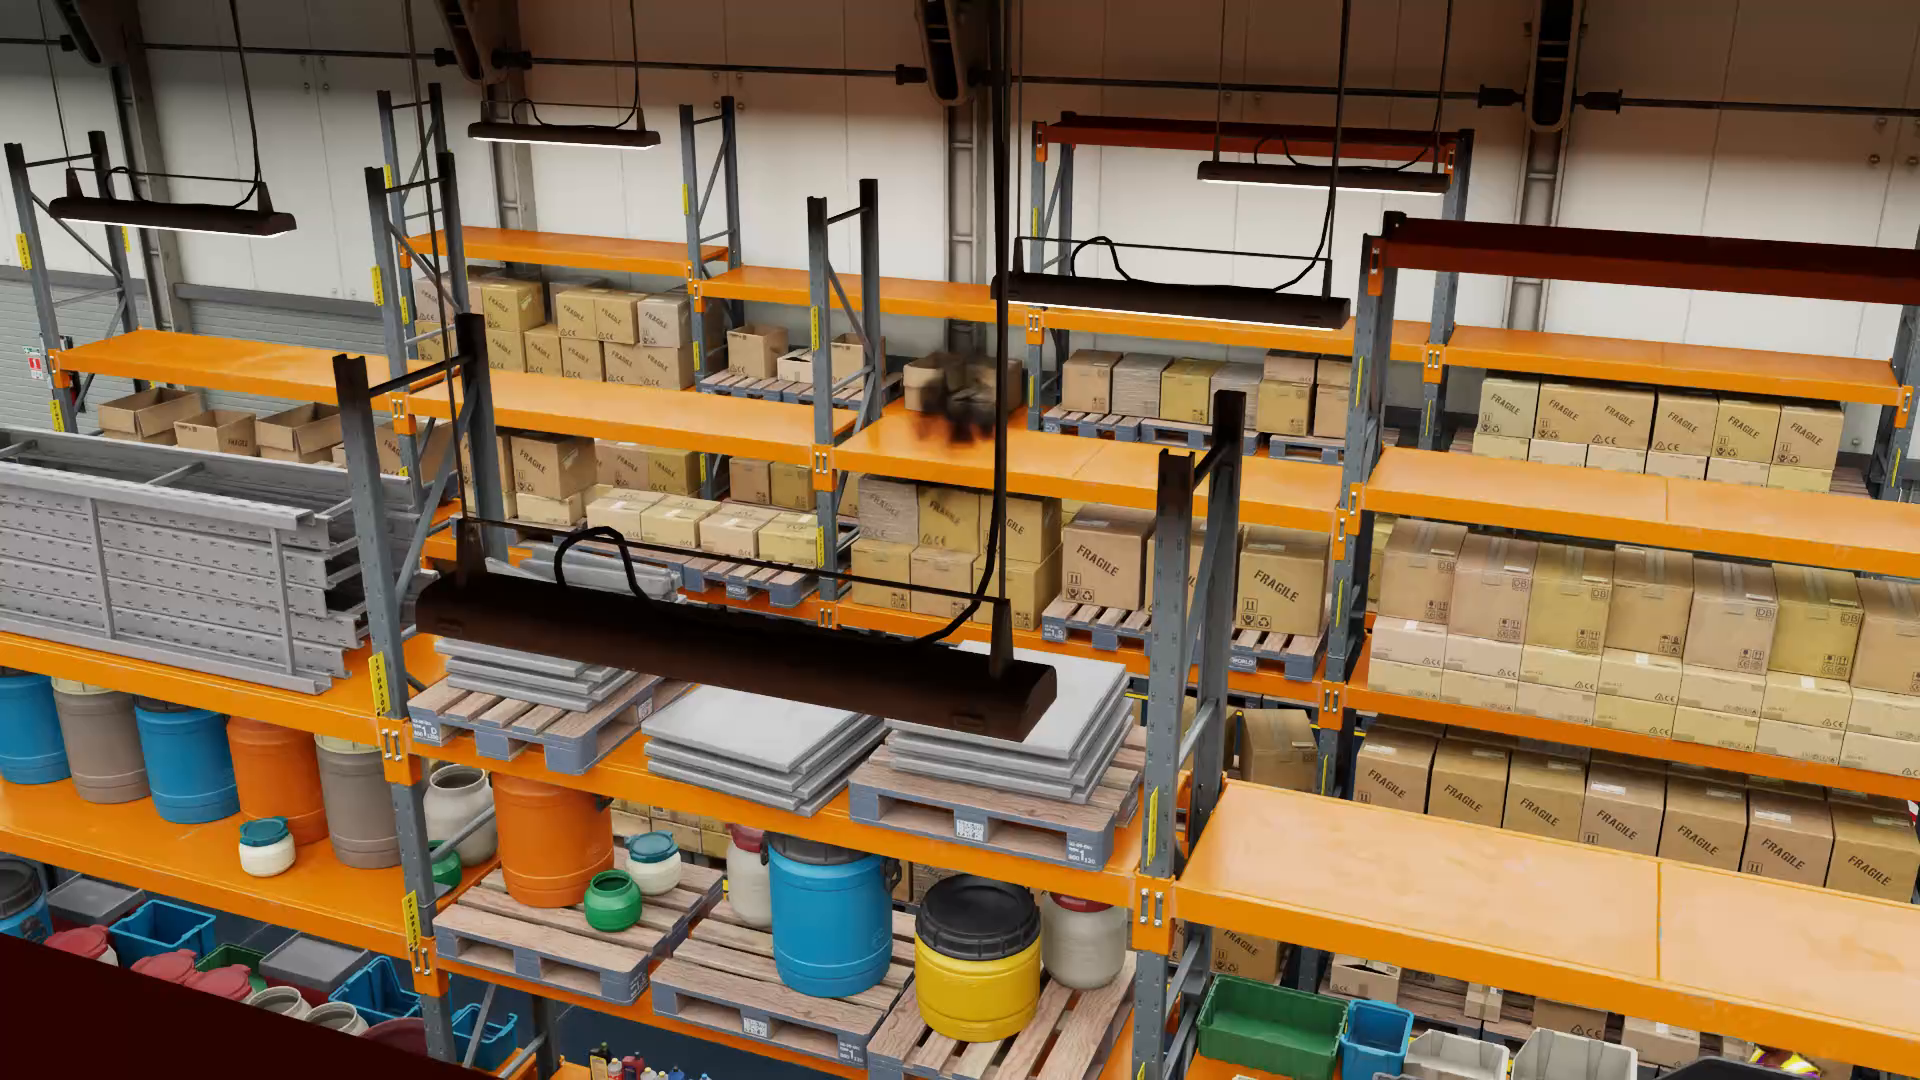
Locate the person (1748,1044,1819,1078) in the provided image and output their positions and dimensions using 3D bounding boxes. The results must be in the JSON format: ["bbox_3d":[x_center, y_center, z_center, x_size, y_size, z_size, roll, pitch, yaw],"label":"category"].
[{"bbox_3d":[5.029,3.684,10.277,0.901,1.750,0.734,2,21,6],"label":"person"}]
